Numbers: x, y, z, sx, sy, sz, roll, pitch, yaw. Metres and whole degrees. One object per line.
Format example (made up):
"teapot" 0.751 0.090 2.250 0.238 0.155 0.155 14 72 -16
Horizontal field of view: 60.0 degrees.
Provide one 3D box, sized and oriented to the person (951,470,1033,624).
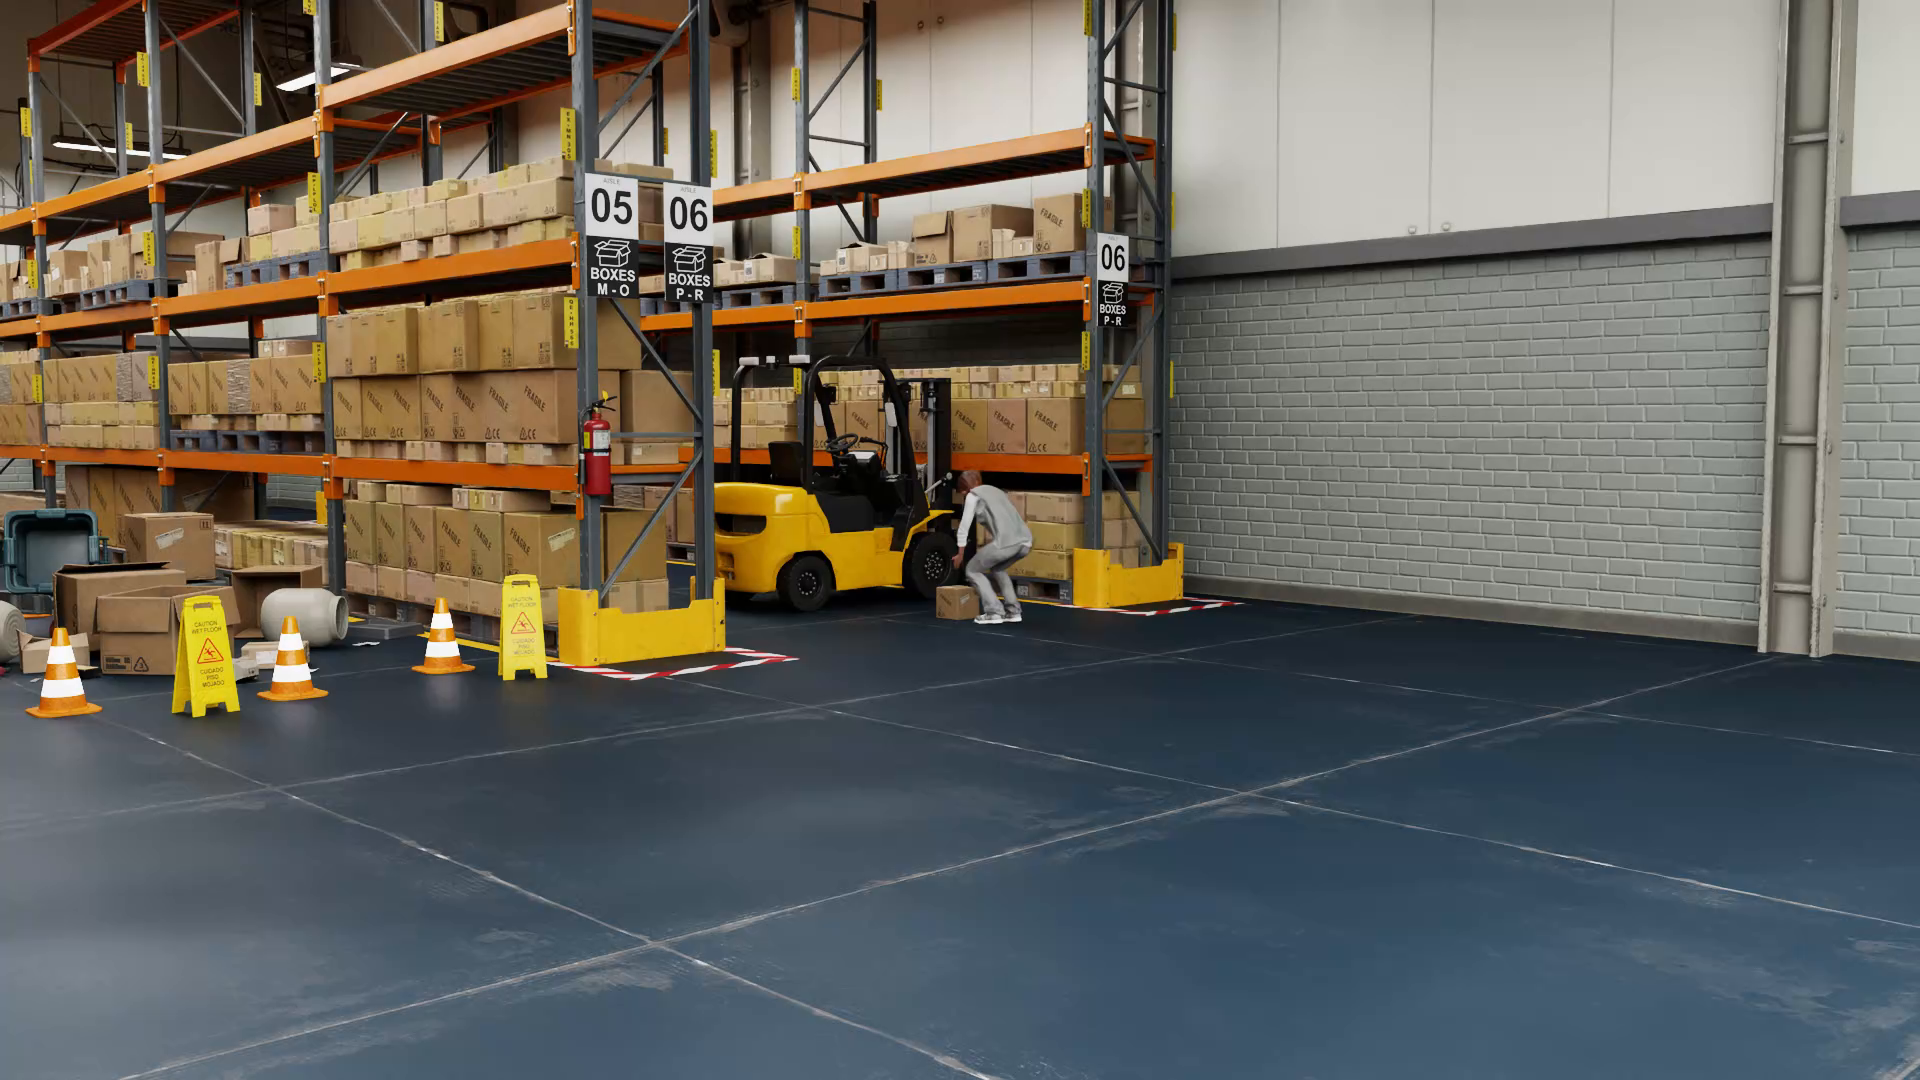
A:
"person" 0.244 0.056 13.195 0.462 1.214 0.701 -4 6 -44
